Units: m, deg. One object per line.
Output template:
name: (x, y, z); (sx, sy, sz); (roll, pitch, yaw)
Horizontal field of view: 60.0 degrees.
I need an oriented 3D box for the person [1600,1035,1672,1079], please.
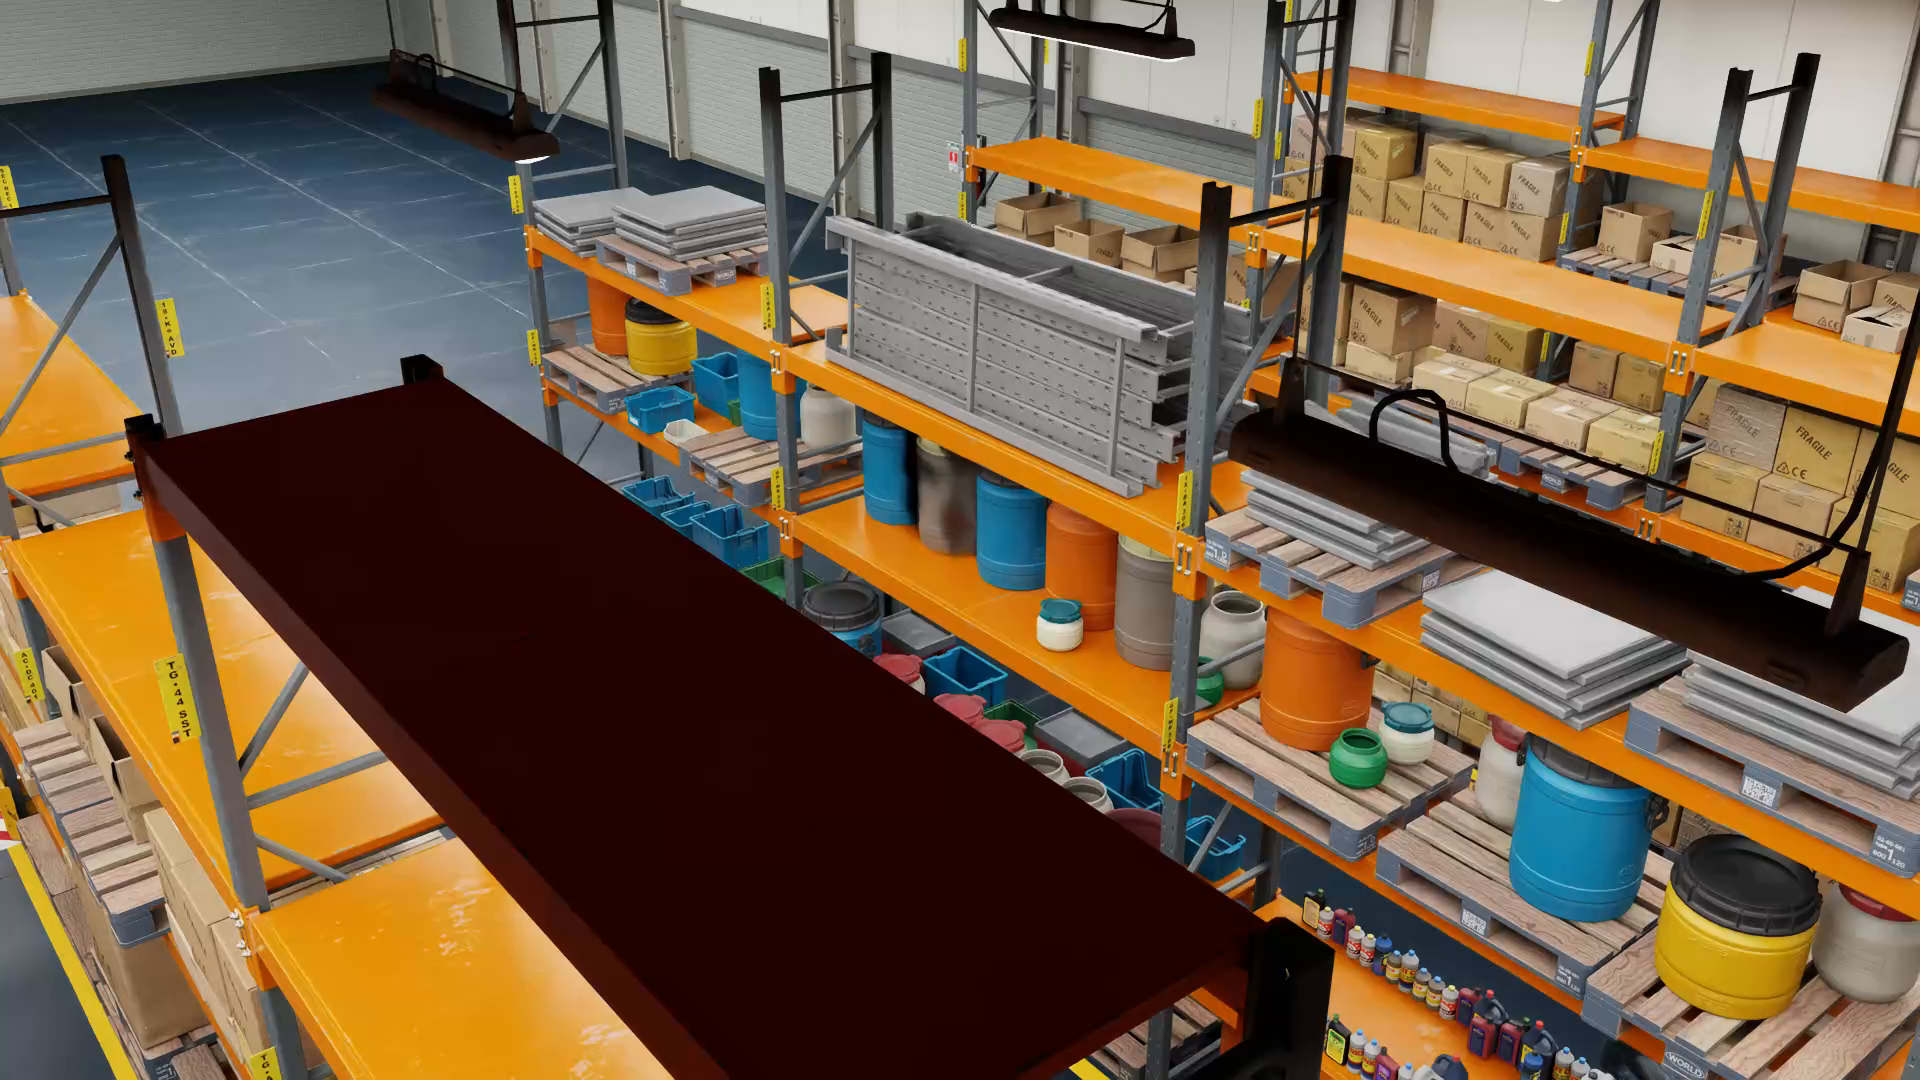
person: (4.202, 2.965, 10.255); (0.698, 1.691, 0.765); (-20, 32, -35)
